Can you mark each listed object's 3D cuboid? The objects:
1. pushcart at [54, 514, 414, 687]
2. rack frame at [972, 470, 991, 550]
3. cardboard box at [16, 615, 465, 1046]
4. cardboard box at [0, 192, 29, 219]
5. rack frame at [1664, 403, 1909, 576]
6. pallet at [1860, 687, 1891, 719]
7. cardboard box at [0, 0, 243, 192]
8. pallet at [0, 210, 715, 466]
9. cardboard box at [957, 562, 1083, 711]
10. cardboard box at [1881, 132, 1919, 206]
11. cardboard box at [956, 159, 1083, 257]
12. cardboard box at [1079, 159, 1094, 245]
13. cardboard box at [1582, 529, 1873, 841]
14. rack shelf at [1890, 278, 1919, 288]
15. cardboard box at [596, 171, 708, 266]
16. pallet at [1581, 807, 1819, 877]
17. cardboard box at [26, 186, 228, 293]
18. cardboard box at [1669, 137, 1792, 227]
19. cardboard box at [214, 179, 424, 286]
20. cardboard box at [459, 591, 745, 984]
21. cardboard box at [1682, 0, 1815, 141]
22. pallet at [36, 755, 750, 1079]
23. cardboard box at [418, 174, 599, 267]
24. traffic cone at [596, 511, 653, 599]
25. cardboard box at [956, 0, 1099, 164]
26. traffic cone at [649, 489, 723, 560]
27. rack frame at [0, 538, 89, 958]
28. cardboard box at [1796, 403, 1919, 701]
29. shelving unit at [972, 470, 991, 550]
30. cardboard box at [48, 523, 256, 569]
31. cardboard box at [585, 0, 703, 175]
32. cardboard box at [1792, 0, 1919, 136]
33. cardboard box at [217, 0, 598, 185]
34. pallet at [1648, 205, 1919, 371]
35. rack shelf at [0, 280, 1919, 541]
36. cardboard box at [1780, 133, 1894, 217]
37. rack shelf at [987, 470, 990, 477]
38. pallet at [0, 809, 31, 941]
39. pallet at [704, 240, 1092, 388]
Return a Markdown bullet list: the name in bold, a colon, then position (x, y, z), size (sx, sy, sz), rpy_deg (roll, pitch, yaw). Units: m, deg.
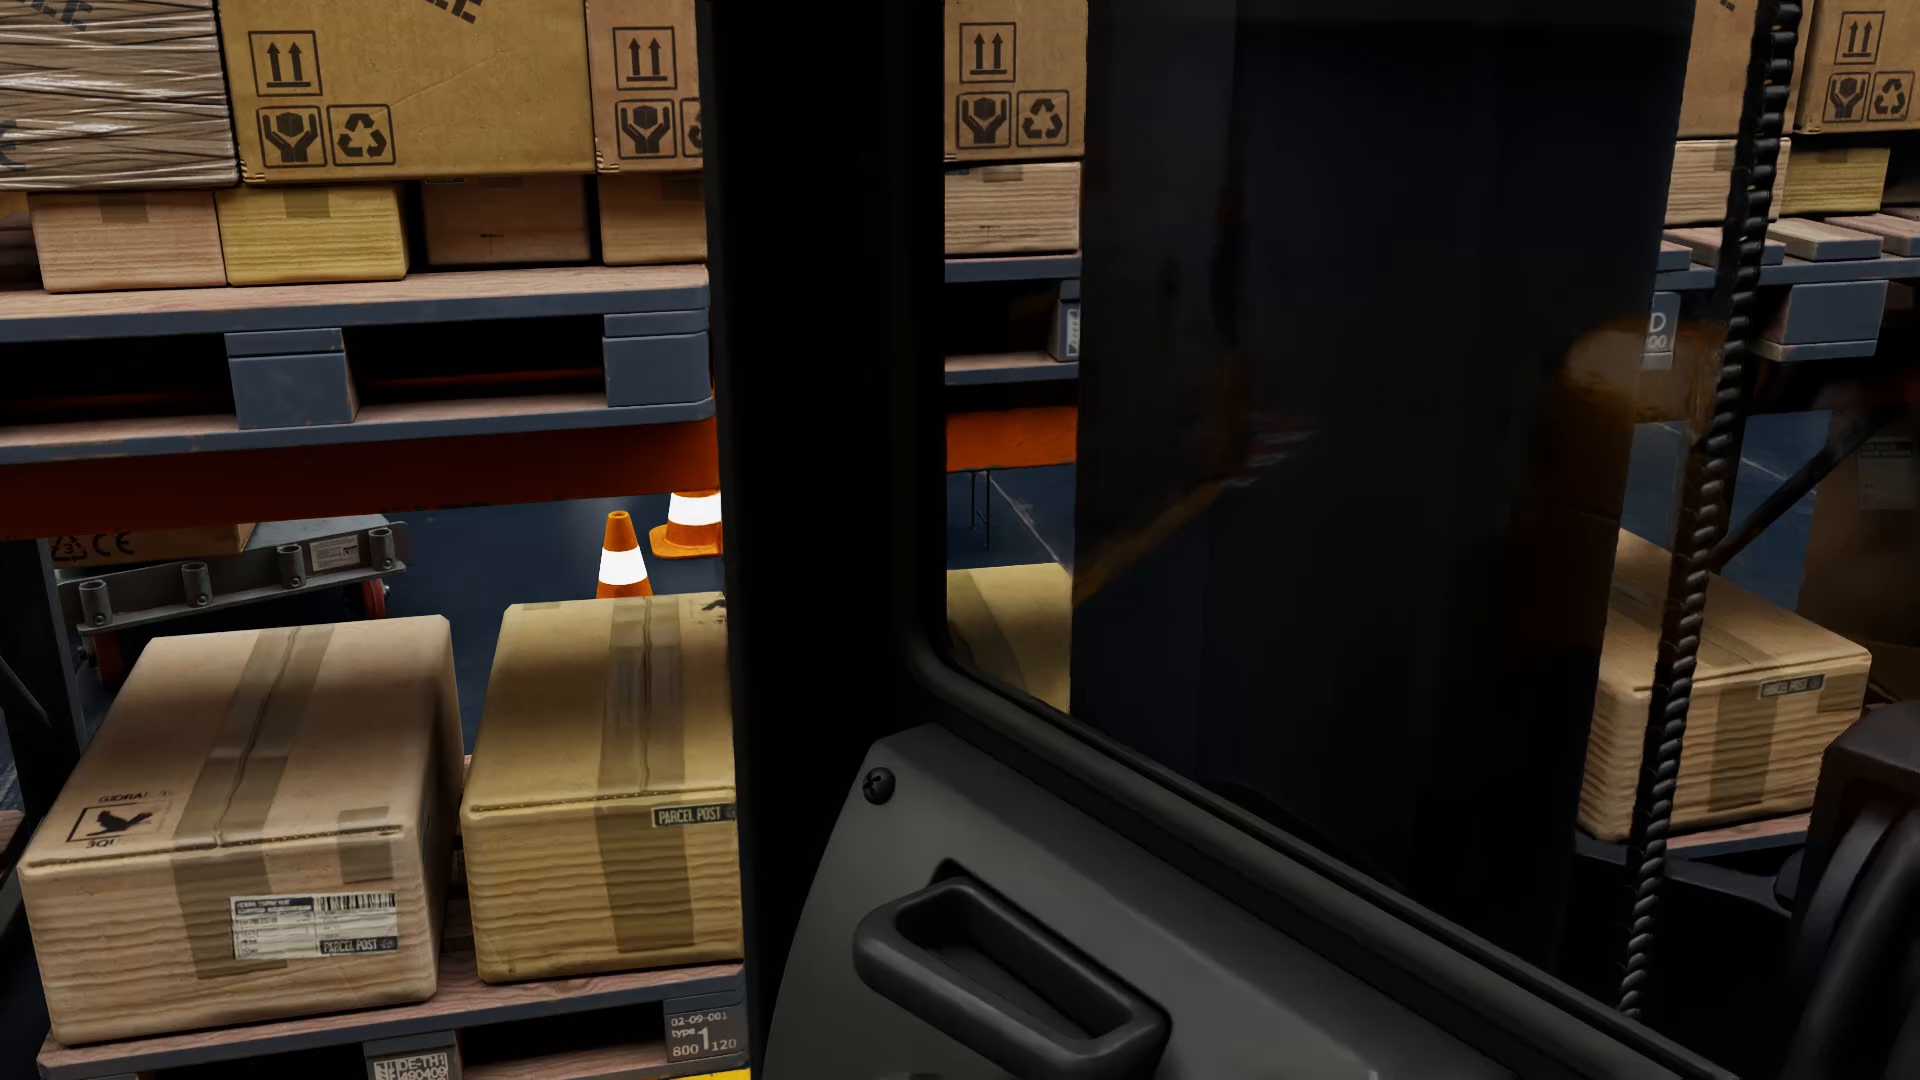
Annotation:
- **pushcart**: position (-2.420, -0.007, 5.286), size (0.936, 0.377, 1.648), rpy_deg (-13, 24, -31)
- **rack frame**: position (0.075, -0.569, 5.625), size (0.006, 1.200, 0.240), rpy_deg (-5, 21, -12)
- **cardboard box**: position (-1.337, 0.515, 3.258), size (0.625, 0.372, 0.950), rpy_deg (-4, 21, -12)
- **cardboard box**: position (-3.712, -1.301, 7.485), size (0.875, 0.875, 0.875), rpy_deg (-4, 21, -12)
- **rack frame**: position (2.046, -0.796, 3.627), size (0.127, 3.000, 1.000), rpy_deg (-5, 21, -12)
- **pallet**: position (2.831, 0.476, 4.208), size (1.213, 0.211, 1.003), rpy_deg (-5, 21, -12)
- **cardboard box**: position (-1.324, -0.804, 2.461), size (0.500, 0.500, 0.500), rpy_deg (-4, 21, -11)
- **pallet**: position (-1.069, -0.401, 2.828), size (1.213, 0.211, 1.003), rpy_deg (-5, 21, -12)
- **cardboard box**: position (0.038, 0.401, 3.568), size (0.625, 0.372, 0.950), rpy_deg (-4, 20, -11)
- **cardboard box**: position (1.781, -0.770, 3.312), size (0.250, 0.149, 0.380), rpy_deg (-4, 20, -10)
- **cardboard box**: position (0.039, -0.590, 2.820), size (0.250, 0.149, 0.380), rpy_deg (-4, 20, -10)
- **cardboard box**: position (0.292, -0.621, 2.905), size (0.250, 0.149, 0.380), rpy_deg (-5, 21, -14)
- **cardboard box**: position (1.494, 0.282, 3.893), size (0.625, 0.372, 0.950), rpy_deg (-6, 21, -16)
- **rack shelf**: position (3.992, -0.616, 4.182), size (4.000, 0.370, 1.077), rpy_deg (-5, 21, -12)
- **cardboard box**: position (-0.473, -0.568, 2.758), size (0.250, 0.149, 0.380), rpy_deg (-4, 21, -12)
- **pallet**: position (1.285, 0.575, 3.939), size (1.213, 0.211, 1.003), rpy_deg (-5, 21, -12)
- **cardboard box**: position (-1.236, -0.497, 2.564), size (0.250, 0.149, 0.380), rpy_deg (-4, 21, -12)
- **cardboard box**: position (1.302, -0.690, 3.092), size (0.250, 0.149, 0.380), rpy_deg (-5, 21, -13)
- **cardboard box**: position (-0.991, -0.513, 2.610), size (0.250, 0.149, 0.380), rpy_deg (-4, 21, -11)
- **cardboard box**: position (-0.638, 0.457, 3.416), size (0.625, 0.372, 0.950), rpy_deg (-3, 20, -9)
- **cardboard box**: position (1.167, -1.006, 3.012), size (0.500, 0.500, 0.500), rpy_deg (-5, 21, -13)
- **pallet**: position (-1.089, 0.768, 3.412), size (1.213, 0.211, 1.003), rpy_deg (-5, 21, -12)
- **cardboard box**: position (-0.733, -0.561, 2.741), size (0.250, 0.149, 0.380), rpy_deg (-3, 20, -9)
- **traffic cone**: position (-0.962, 0.145, 4.746), size (0.334, 0.463, 0.336), rpy_deg (-5, 21, -12)
- **cardboard box**: position (0.145, -0.923, 2.785), size (0.500, 0.500, 0.500), rpy_deg (-6, 21, -15)
- **traffic cone**: position (-0.910, -0.213, 5.722), size (0.334, 0.463, 0.336), rpy_deg (-5, 21, -12)
- **rack frame**: position (-1.847, -0.479, 2.762), size (0.127, 3.000, 1.000), rpy_deg (-5, 21, -12)
- **cardboard box**: position (2.737, -0.022, 3.993), size (0.875, 0.875, 0.875), rpy_deg (-5, 21, -13)
- **shelving unit**: position (-0.014, -0.562, 5.605), size (0.189, 1.200, 0.258), rpy_deg (-5, 21, -12)
- **cardboard box**: position (-2.285, -0.255, 4.682), size (0.500, 0.500, 0.500), rpy_deg (-5, 21, -12)
- **cardboard box**: position (-0.353, -0.879, 2.664), size (0.500, 0.500, 0.500), rpy_deg (-5, 21, -13)
- **cardboard box**: position (1.668, -1.051, 3.134), size (0.500, 0.500, 0.500), rpy_deg (-5, 21, -14)
- **cardboard box**: position (-0.837, -0.844, 2.570), size (0.500, 0.500, 0.500), rpy_deg (-5, 21, -12)
- **pallet**: position (1.377, -0.614, 3.408), size (1.003, 0.211, 1.213), rpy_deg (-5, 21, -12)
- **rack shelf**: position (0.100, -0.300, 3.318), size (4.000, 0.370, 1.077), rpy_deg (-5, 21, -12)
- **cardboard box**: position (1.537, -0.725, 3.188), size (0.250, 0.149, 0.380), rpy_deg (-4, 21, -12)
- **rack shelf**: position (-0.014, -0.295, 5.703), size (0.180, 0.103, 0.258), rpy_deg (-5, 21, -12)
- **pallet**: position (-2.492, 0.895, 3.065), size (1.213, 0.211, 1.003), rpy_deg (-5, 21, -12)
- **pallet**: position (0.129, -0.536, 3.194), size (1.213, 0.211, 1.003), rpy_deg (-5, 21, -12)
